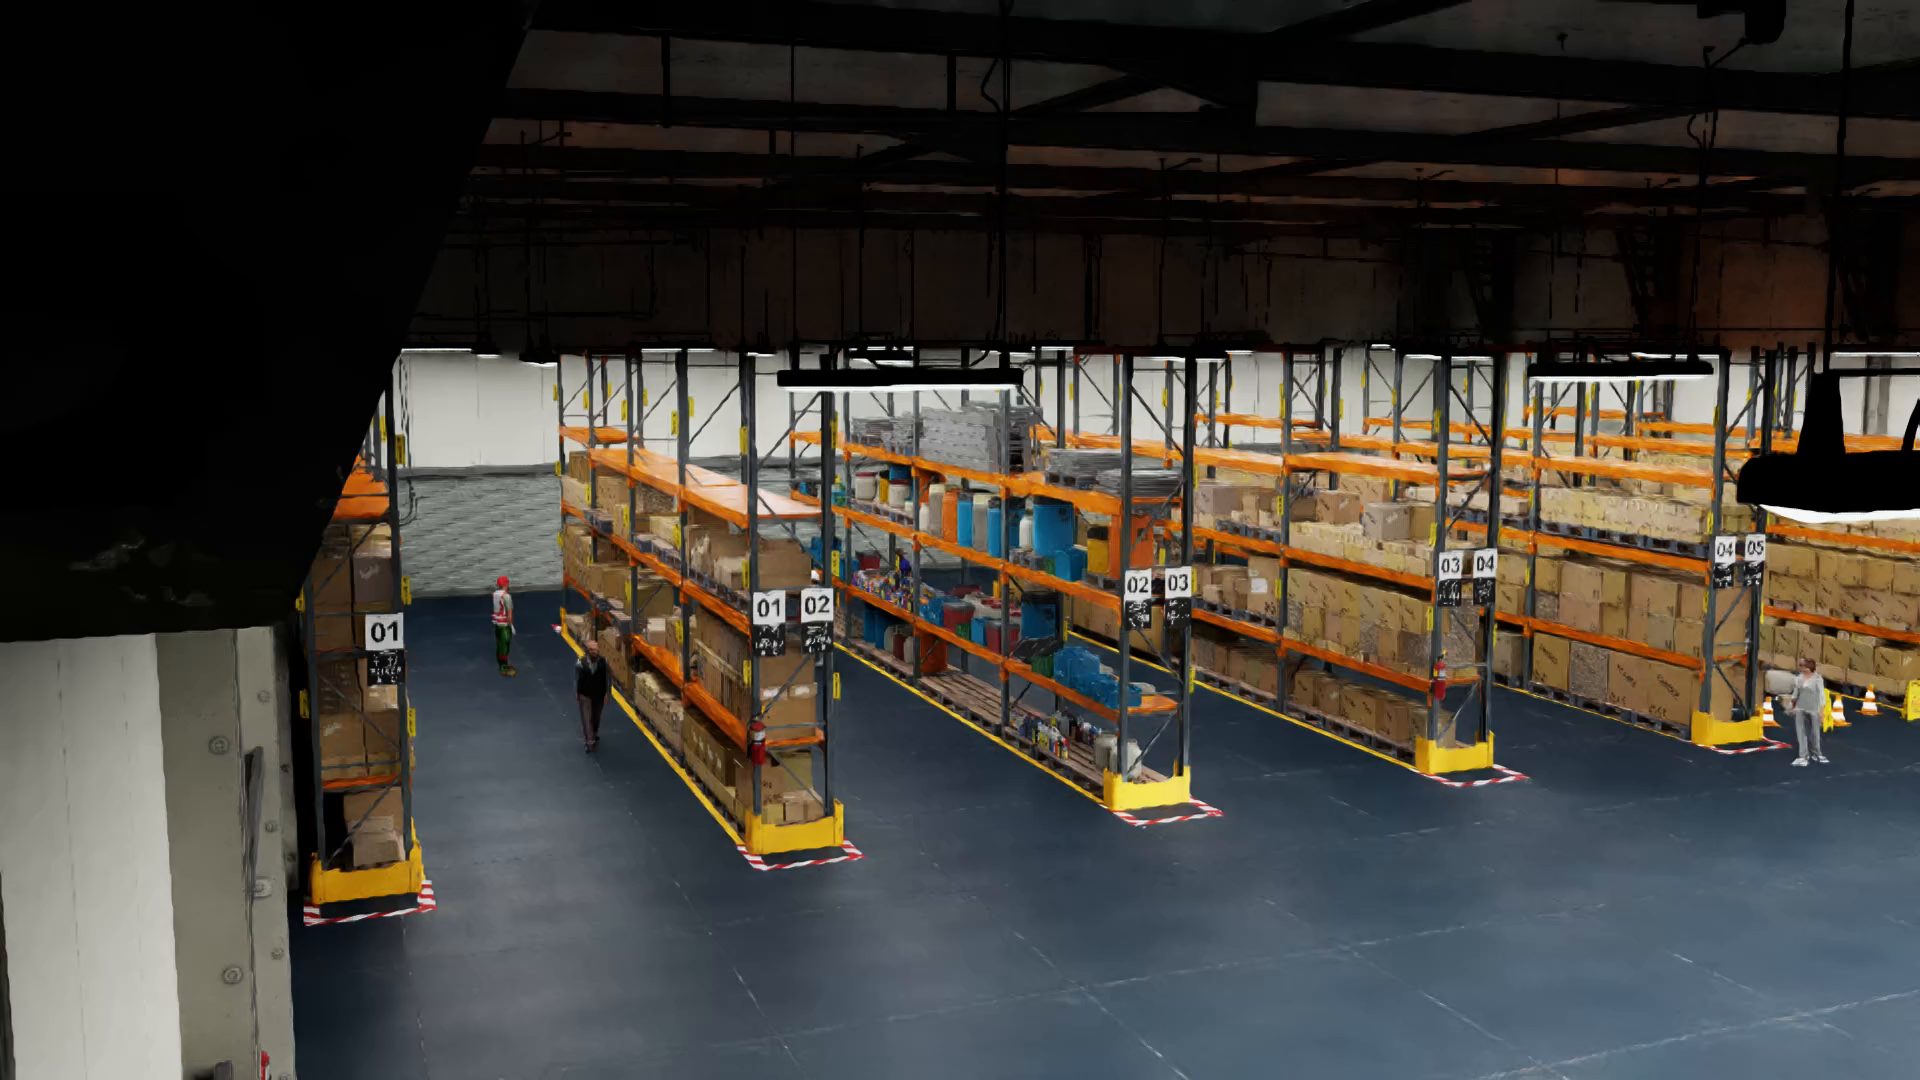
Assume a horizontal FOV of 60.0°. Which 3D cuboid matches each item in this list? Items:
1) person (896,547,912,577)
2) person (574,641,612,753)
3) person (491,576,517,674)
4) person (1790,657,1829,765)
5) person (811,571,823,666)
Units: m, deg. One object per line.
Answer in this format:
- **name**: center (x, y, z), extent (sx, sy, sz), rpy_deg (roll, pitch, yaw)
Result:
- **person**: center (-1.290, 0.934, 36.242), extent (0.456, 1.596, 0.998), rpy_deg (-3, 8, -22)
- **person**: center (-5.527, 2.324, 25.112), extent (0.543, 1.644, 1.119), rpy_deg (-3, 8, -23)
- **person**: center (-8.357, 1.543, 30.589), extent (0.625, 1.794, 0.468), rpy_deg (7, 10, 43)
- **person**: center (12.394, 2.483, 24.228), extent (0.515, 1.590, 0.485), rpy_deg (7, 10, 44)
- **person**: center (-2.782, 1.458, 31.395), extent (0.587, 1.768, 0.639), rpy_deg (0, 7, -2)
